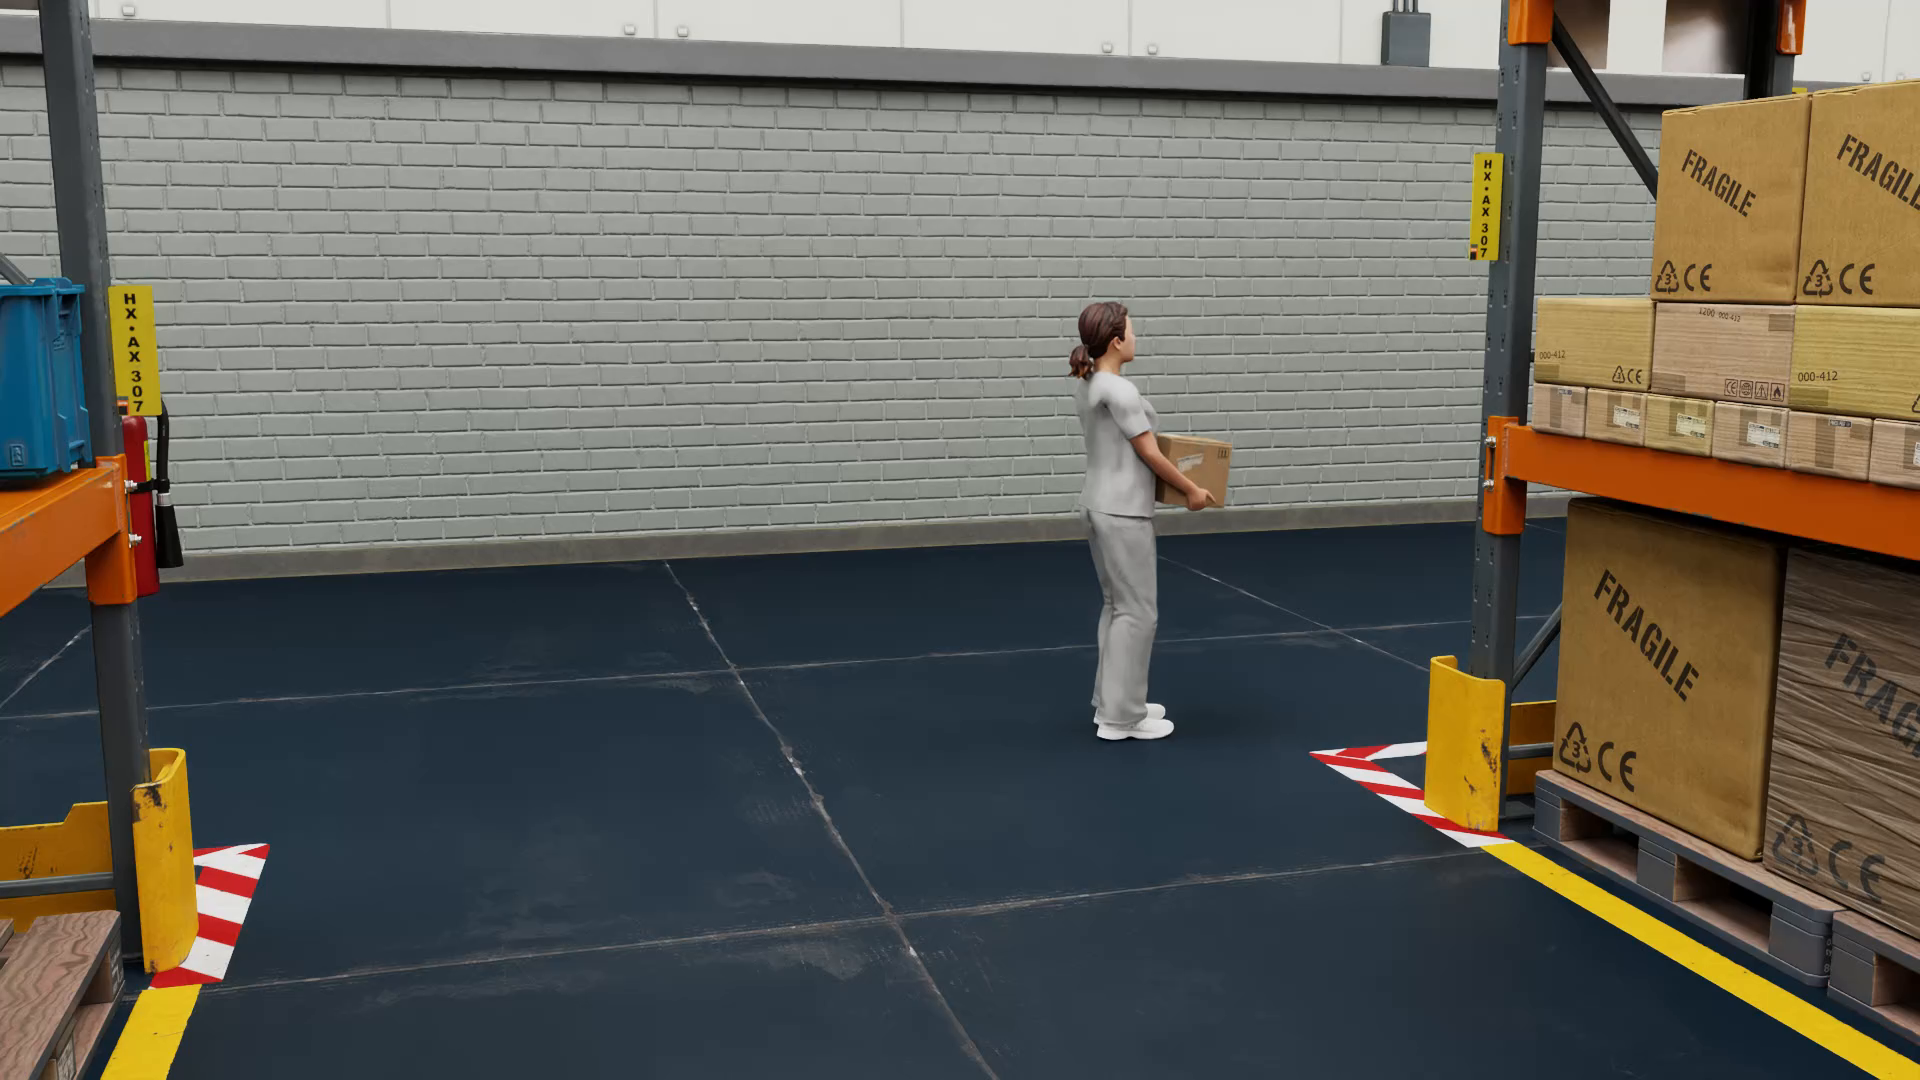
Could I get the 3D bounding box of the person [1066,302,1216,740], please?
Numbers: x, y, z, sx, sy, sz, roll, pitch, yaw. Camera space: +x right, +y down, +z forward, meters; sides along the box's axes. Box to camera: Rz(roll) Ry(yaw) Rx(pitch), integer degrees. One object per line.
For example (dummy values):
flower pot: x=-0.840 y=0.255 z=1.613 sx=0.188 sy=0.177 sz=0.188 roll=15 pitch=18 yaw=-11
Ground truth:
person: x=0.679 y=-0.077 z=6.402 sx=0.540 sy=1.660 sz=0.436 roll=-2 pitch=10 yaw=-15
